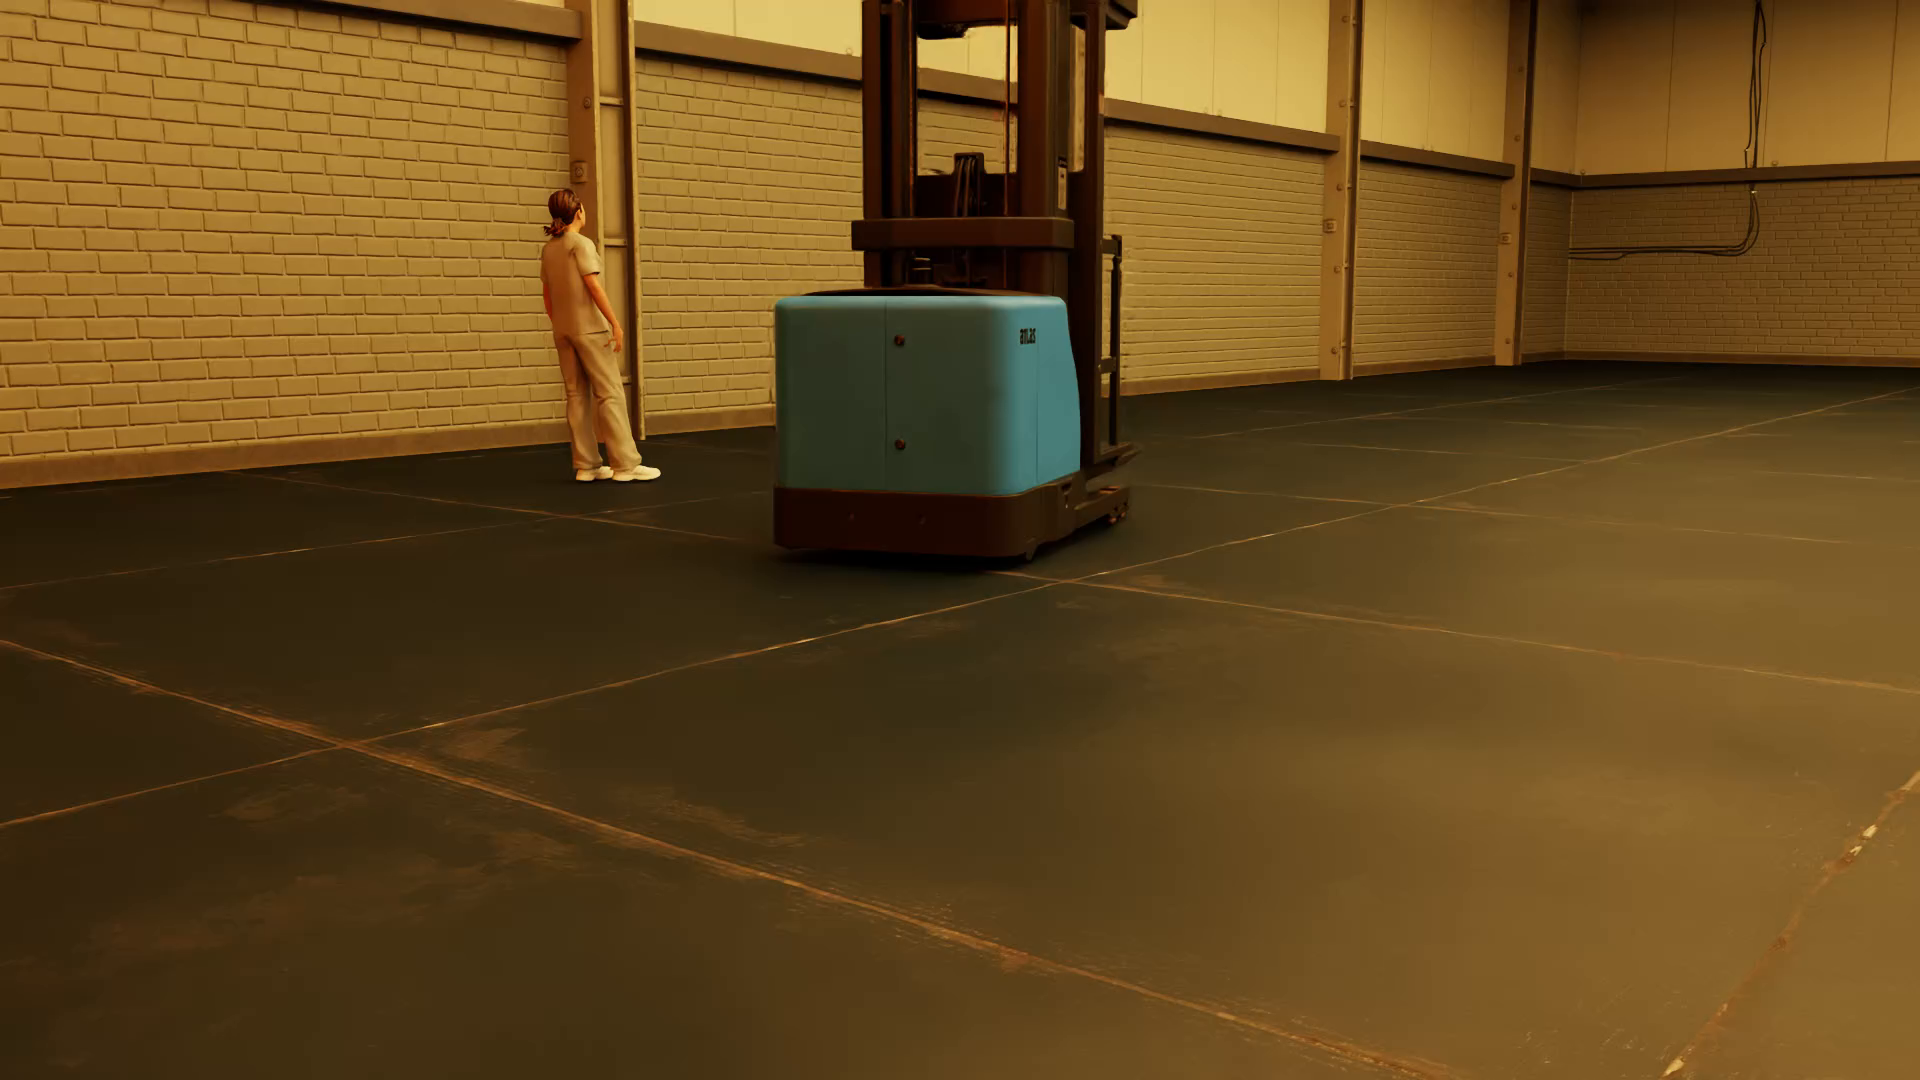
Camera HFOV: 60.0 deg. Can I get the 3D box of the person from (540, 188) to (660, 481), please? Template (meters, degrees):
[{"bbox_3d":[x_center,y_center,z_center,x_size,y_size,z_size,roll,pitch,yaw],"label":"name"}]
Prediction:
[{"bbox_3d":[-2.129,-1.181,9.635,0.548,1.673,0.549,6,10,37],"label":"person"}]

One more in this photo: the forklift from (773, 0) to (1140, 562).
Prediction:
[{"bbox_3d":[0.193,-1.539,7.801,1.130,2.935,3.031,3,9,19],"label":"forklift"}]
